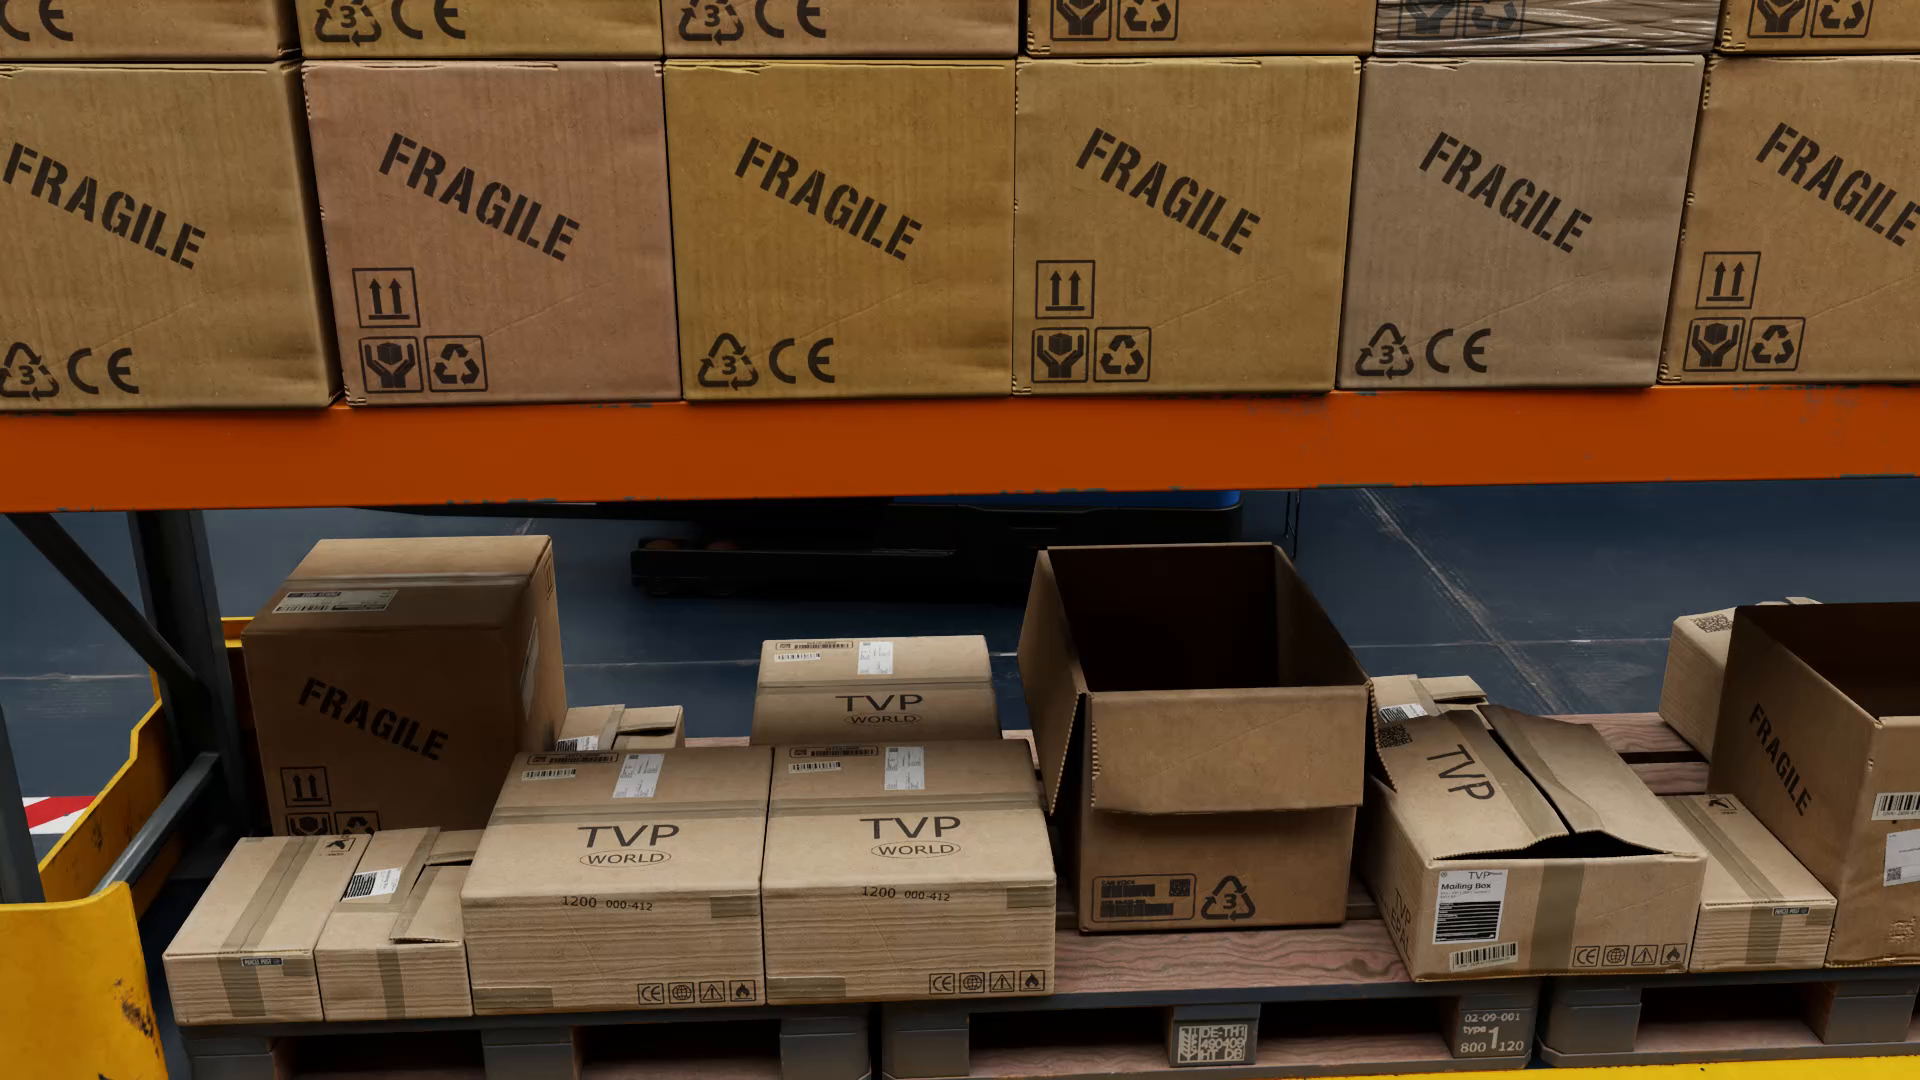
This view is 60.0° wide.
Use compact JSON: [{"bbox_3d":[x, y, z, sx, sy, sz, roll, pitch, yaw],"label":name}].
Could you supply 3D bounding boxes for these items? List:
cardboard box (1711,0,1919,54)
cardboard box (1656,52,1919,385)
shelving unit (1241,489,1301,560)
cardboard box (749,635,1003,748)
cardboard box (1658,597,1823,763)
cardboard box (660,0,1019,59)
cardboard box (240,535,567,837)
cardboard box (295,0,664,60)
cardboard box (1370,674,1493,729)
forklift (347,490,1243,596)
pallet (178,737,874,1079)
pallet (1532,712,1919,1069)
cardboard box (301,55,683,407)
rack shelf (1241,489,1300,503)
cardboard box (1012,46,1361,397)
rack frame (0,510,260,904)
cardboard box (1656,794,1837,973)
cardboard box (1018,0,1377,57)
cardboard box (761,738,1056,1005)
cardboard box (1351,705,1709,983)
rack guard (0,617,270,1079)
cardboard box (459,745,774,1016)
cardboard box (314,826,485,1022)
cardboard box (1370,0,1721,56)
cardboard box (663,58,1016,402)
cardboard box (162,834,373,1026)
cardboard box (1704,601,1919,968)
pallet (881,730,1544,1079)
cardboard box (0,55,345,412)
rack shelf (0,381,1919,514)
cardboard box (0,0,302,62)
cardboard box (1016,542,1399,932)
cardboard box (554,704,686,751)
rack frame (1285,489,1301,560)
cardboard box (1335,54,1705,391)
[{"bbox_3d":[1.335,-1.032,2.569,0.500,0.500,0.500,-2,21,-4],"label":"cardboard box"},{"bbox_3d":[1.337,-0.566,2.751,0.500,0.500,0.500,-1,21,-2],"label":"cardboard box"},{"bbox_3d":[1.002,-0.400,5.406,0.210,0.900,0.258,1,21,3],"label":"shelving unit"},{"bbox_3d":[-0.178,0.422,3.542,0.500,0.250,0.500,-1,21,-3],"label":"cardboard box"},{"bbox_3d":[1.905,0.351,3.643,0.500,0.311,0.500,-1,21,-3],"label":"cardboard box"},{"bbox_3d":[-0.178,-1.001,2.489,0.500,0.500,0.500,-1,21,-2],"label":"cardboard box"},{"bbox_3d":[-1.128,0.314,3.475,0.500,0.500,0.500,-1,21,-3],"label":"cardboard box"},{"bbox_3d":[-0.678,-0.993,2.467,0.500,0.500,0.500,-1,21,-2],"label":"cardboard box"},{"bbox_3d":[1.042,0.440,3.613,0.250,0.166,0.380,-1,21,-3],"label":"cardboard box"},{"bbox_3d":[-0.624,-1.383,5.133,3.031,2.935,1.130,1,21,3],"label":"forklift"},{"bbox_3d":[-0.785,0.735,3.394,1.213,0.211,1.003,-1,21,-3],"label":"pallet"},{"bbox_3d":[1.651,0.686,3.524,1.213,0.211,1.003,-1,21,-3],"label":"pallet"},{"bbox_3d":[-0.684,-0.524,2.642,0.500,0.500,0.500,-1,21,-4],"label":"cardboard box"},{"bbox_3d":[1.002,-0.200,5.482,0.200,0.077,0.258,1,21,3],"label":"rack shelf"},{"bbox_3d":[0.316,-0.543,2.692,0.500,0.500,0.500,-1,21,-2],"label":"cardboard box"},{"bbox_3d":[-1.657,-0.550,2.850,0.127,3.000,1.000,-1,21,-3],"label":"rack frame"},{"bbox_3d":[1.413,0.637,3.121,0.250,0.149,0.380,-1,21,-3],"label":"cardboard box"},{"bbox_3d":[0.329,-1.012,2.517,0.500,0.500,0.500,-1,21,-4],"label":"cardboard box"},{"bbox_3d":[-0.100,0.599,3.079,0.500,0.250,0.500,-1,21,-3],"label":"cardboard box"},{"bbox_3d":[1.035,0.547,3.128,0.500,0.311,0.500,-1,21,-3],"label":"cardboard box"},{"bbox_3d":[-1.581,0.617,3.299,0.348,0.500,1.175,-1,21,-3],"label":"rack guard"},{"bbox_3d":[-0.599,0.609,3.052,0.500,0.250,0.500,-1,21,-3],"label":"cardboard box"},{"bbox_3d":[-0.970,0.677,2.991,0.250,0.166,0.380,-1,21,-3],"label":"cardboard box"},{"bbox_3d":[0.832,-1.022,2.543,0.500,0.500,0.500,-1,21,-3],"label":"cardboard box"},{"bbox_3d":[-0.183,-0.534,2.666,0.500,0.500,0.500,-1,21,-3],"label":"cardboard box"},{"bbox_3d":[-1.219,0.690,2.981,0.250,0.149,0.380,-1,21,-3],"label":"cardboard box"},{"bbox_3d":[1.784,0.444,3.135,0.500,0.500,0.500,-1,21,-3],"label":"cardboard box"},{"bbox_3d":[0.430,0.711,3.456,1.213,0.211,1.003,-1,21,-3],"label":"pallet"},{"bbox_3d":[-1.199,-0.512,2.610,0.500,0.500,0.500,-1,21,-2],"label":"cardboard box"},{"bbox_3d":[0.340,-0.254,3.085,4.000,0.370,1.077,-1,21,-3],"label":"rack shelf"},{"bbox_3d":[-1.199,-0.979,2.432,0.500,0.500,0.500,-1,21,-1],"label":"cardboard box"},{"bbox_3d":[0.461,0.370,3.324,0.637,0.503,0.797,-1,21,-3],"label":"cardboard box"},{"bbox_3d":[-0.719,0.494,3.472,0.250,0.166,0.380,-1,21,-3],"label":"cardboard box"},{"bbox_3d":[1.104,-0.398,5.400,0.006,0.900,0.240,1,21,3],"label":"rack frame"},{"bbox_3d":[0.825,-0.555,2.721,0.500,0.500,0.500,-1,21,-2],"label":"cardboard box"}]
